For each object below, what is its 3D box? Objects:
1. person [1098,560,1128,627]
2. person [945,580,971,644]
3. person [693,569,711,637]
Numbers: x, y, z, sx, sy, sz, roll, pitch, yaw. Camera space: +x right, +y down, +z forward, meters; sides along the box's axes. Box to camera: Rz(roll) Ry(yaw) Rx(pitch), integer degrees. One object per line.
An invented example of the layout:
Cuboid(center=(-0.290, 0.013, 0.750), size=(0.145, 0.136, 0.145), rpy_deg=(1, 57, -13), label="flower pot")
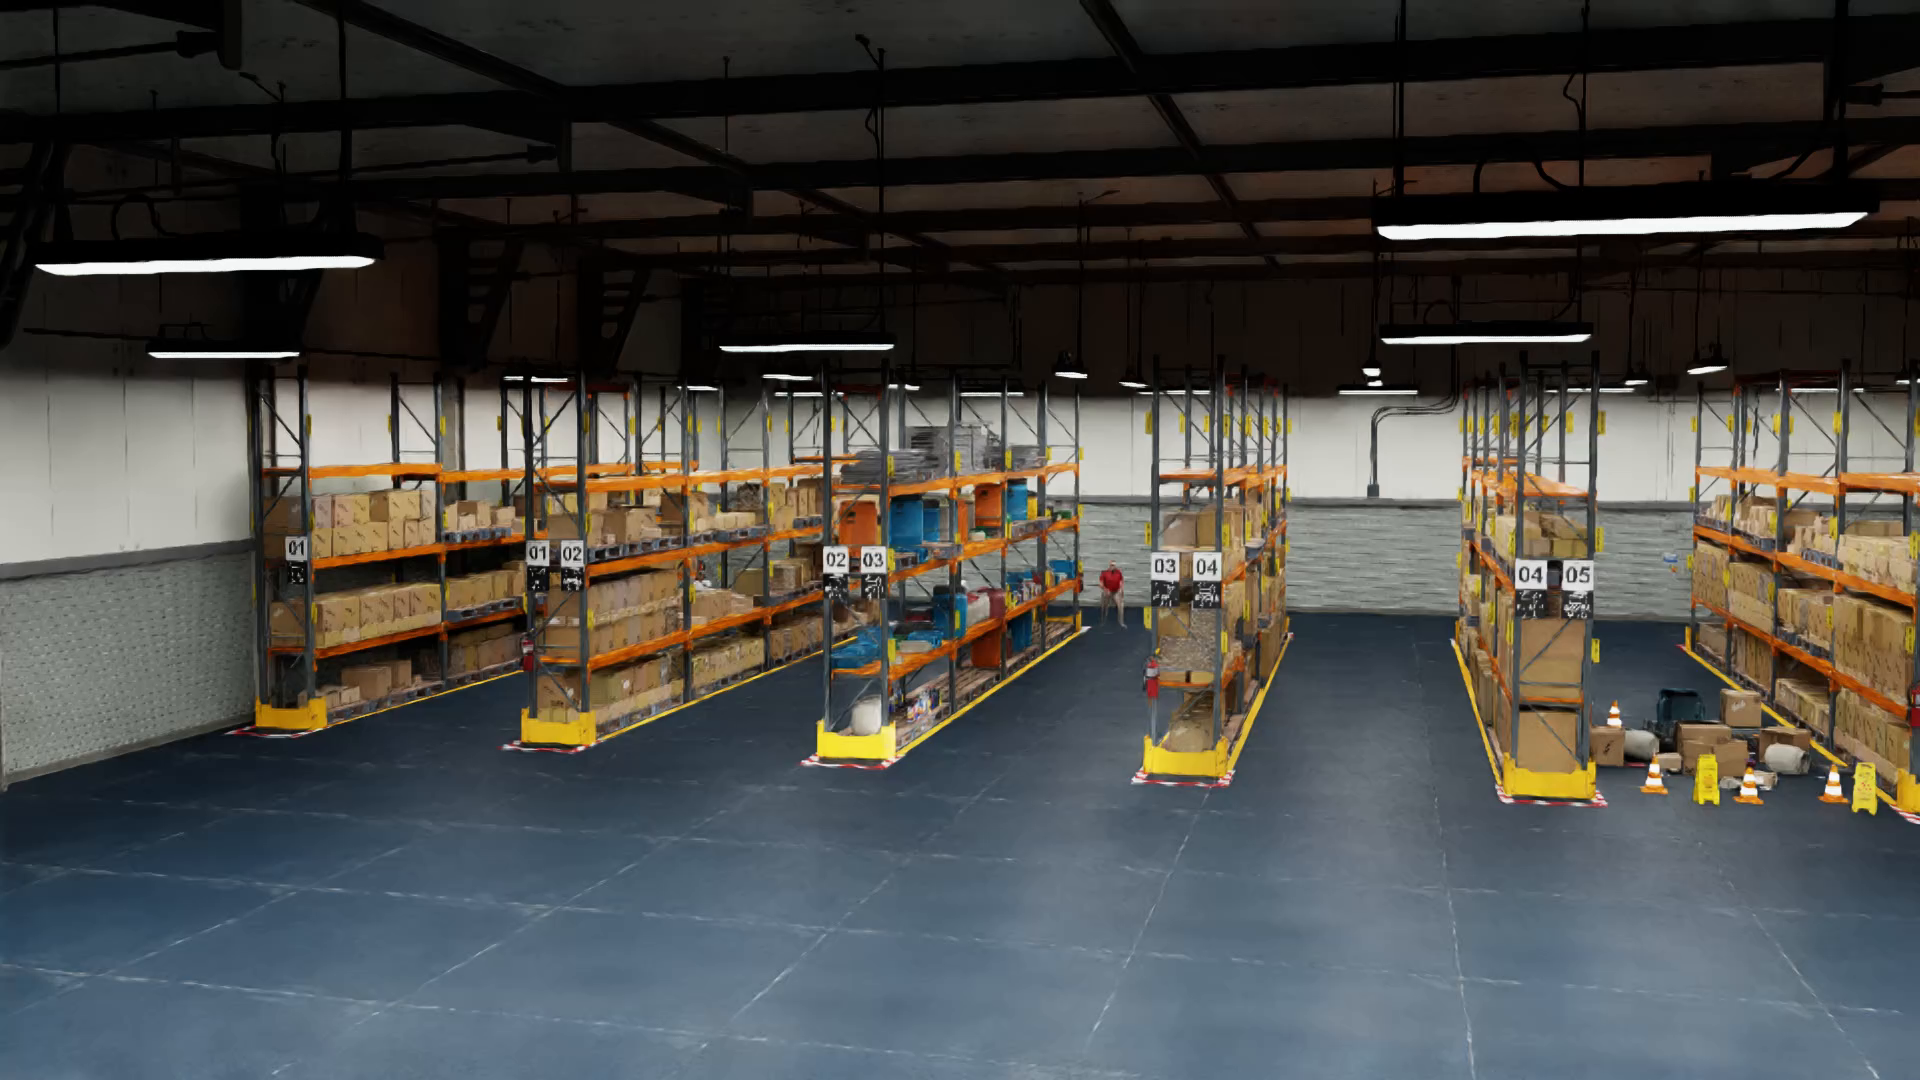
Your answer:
Cuboid(center=(3.777, 1.319, 41.271), size=(0.704, 1.659, 0.849), rpy_deg=(0, 4, -4), label="person")
Cuboid(center=(-0.079, 1.523, 38.018), size=(0.702, 1.735, 0.549), rpy_deg=(1, 4, 13), label="person")
Cuboid(center=(-6.125, 1.468, 39.456), size=(0.495, 1.589, 1.086), rpy_deg=(1, 4, 17), label="person")
